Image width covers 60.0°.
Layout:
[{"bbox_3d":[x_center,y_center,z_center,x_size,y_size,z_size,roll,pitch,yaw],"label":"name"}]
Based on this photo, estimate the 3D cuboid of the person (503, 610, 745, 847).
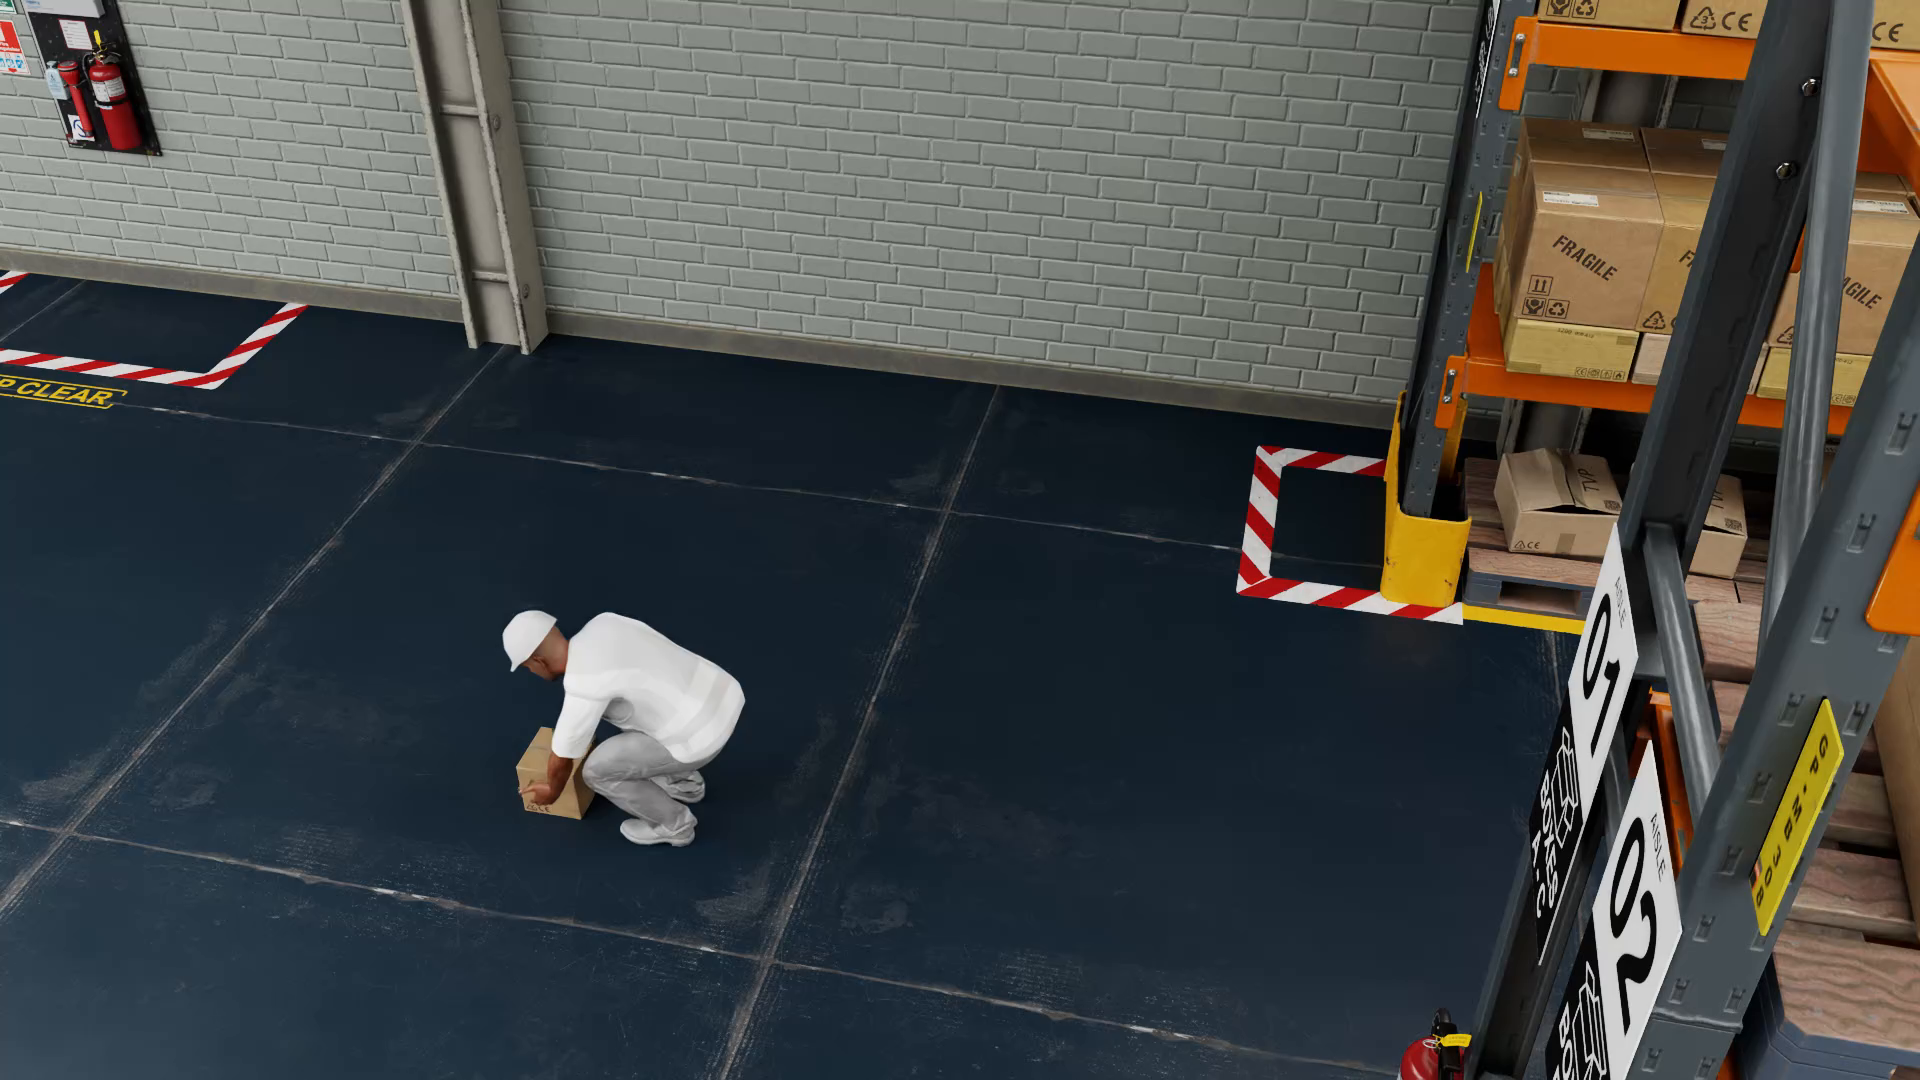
[{"bbox_3d":[-1.312,0.729,6.572,0.884,1.039,0.593,7,37,10],"label":"person"}]
